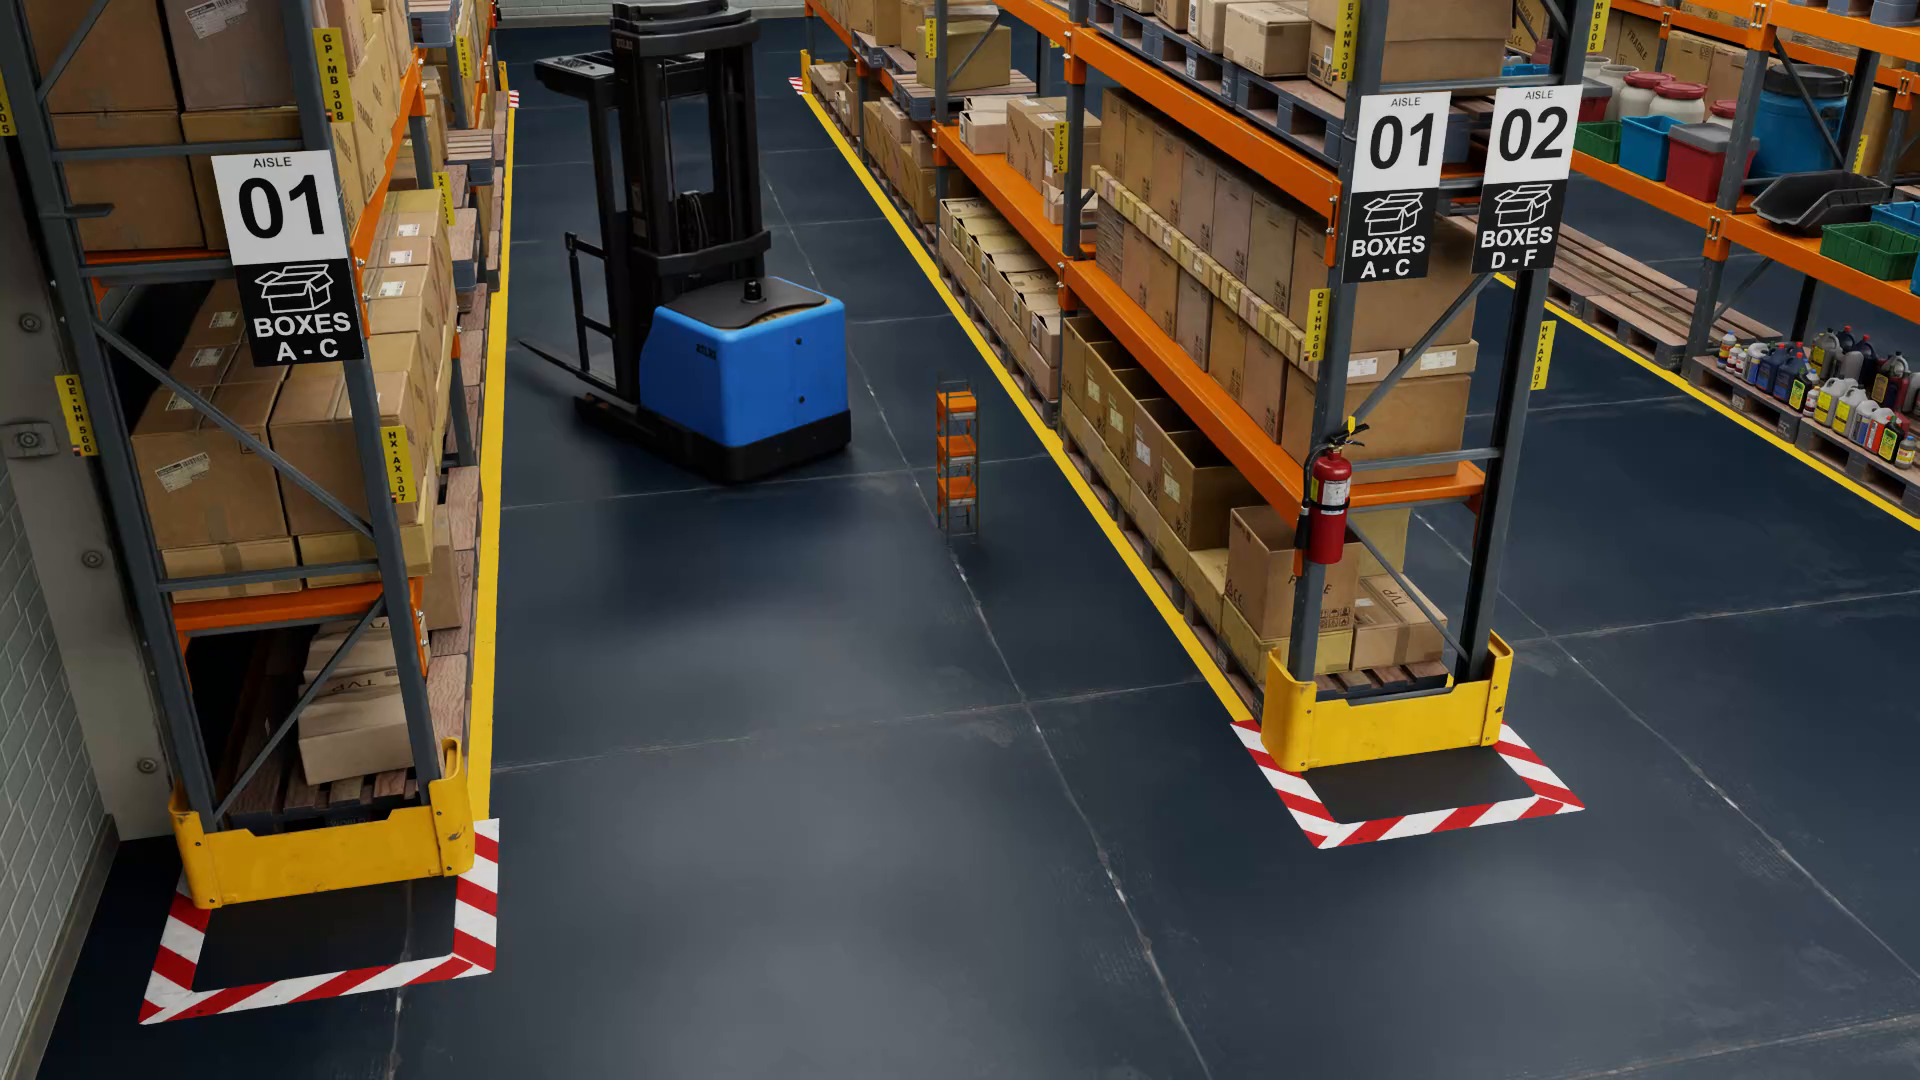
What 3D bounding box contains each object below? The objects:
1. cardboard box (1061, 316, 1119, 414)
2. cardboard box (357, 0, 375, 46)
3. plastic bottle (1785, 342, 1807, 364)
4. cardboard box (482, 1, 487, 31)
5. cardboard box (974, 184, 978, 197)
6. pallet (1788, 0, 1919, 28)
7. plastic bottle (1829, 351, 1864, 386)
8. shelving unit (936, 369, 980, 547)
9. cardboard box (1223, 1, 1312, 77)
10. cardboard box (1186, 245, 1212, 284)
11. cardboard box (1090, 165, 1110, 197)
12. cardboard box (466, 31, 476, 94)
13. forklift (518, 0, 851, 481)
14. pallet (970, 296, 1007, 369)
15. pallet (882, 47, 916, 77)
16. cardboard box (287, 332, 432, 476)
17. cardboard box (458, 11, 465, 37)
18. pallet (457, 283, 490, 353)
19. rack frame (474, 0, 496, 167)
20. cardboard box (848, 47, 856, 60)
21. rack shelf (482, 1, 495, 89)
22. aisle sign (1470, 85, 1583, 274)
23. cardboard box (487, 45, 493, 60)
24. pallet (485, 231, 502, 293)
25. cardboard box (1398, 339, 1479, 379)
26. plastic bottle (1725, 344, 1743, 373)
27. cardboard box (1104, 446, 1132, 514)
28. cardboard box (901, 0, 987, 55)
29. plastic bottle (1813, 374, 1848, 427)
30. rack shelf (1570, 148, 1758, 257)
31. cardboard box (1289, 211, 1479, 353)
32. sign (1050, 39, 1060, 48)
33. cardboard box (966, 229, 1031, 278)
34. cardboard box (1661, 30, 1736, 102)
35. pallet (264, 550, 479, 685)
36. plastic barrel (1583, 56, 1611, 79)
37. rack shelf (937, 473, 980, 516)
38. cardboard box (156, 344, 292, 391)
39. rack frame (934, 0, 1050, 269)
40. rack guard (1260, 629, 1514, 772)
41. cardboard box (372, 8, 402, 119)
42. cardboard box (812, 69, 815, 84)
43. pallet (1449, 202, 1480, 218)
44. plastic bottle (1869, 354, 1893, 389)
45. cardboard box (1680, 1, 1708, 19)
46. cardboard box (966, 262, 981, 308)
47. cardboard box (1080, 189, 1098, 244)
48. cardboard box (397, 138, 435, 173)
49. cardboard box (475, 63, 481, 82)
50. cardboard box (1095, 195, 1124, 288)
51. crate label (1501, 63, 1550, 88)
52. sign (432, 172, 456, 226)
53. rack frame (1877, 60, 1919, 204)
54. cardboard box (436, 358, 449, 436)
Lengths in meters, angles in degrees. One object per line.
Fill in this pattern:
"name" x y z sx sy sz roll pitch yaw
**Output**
"cardboard box" 0.983 -1.174 10.999 0.500 0.500 0.500 -6 27 -12
"cardboard box" -2.781 -2.336 6.976 0.500 0.500 0.500 -5 27 -10
"plastic bottle" 5.928 -1.248 11.844 0.144 0.351 0.185 -6 27 -12
"cardboard box" -5.884 -6.135 18.742 0.980 0.700 0.700 -7 28 -14
"cardboard box" 0.334 -3.409 15.961 0.500 0.500 0.500 -7 28 -13
"pallet" 6.268 -3.563 10.862 1.213 0.211 1.003 -6 27 -12
"plastic bottle" 6.341 -1.232 11.897 0.152 0.276 0.135 -6 27 -12
"shelving unit" -0.012 -0.492 10.060 0.215 1.050 0.252 -6 27 -12
"cardboard box" 1.568 -2.359 7.811 0.500 0.250 0.500 -6 27 -12
"cardboard box" 1.461 -1.522 9.105 0.380 0.149 0.250 -6 27 -12
"cardboard box" 1.055 -2.311 10.668 0.380 0.149 0.250 -6 27 -12
"cardboard box" -4.624 -4.240 14.858 0.500 0.500 0.500 -6 27 -12
"forklift" -2.127 -2.263 11.482 1.130 2.935 3.031 -23 35 -38
"pallet" 0.701 -1.725 13.434 1.003 0.211 1.213 -6 27 -12
"pallet" -0.161 -4.638 16.323 1.003 0.211 1.213 -6 27 -12
"cardboard box" -2.657 -0.588 7.399 0.500 0.500 0.500 -6 27 -11
"cardboard box" -4.517 -4.348 14.240 0.500 0.250 0.500 -6 27 -12
"pallet" -4.369 -1.777 13.537 1.003 0.211 1.213 -6 27 -12
"rack frame" -5.445 -5.122 17.068 1.000 3.000 0.127 -6 27 -12
"cardboard box" -1.159 -6.249 21.588 0.500 0.500 0.500 -6 27 -12
"rack shelf" -5.896 -5.678 18.970 1.077 0.370 4.000 -6 27 -12
"aisle sign" 2.398 -1.521 7.049 0.394 0.787 0.004 -6 27 -12
"cardboard box" -5.885 -5.904 20.206 0.380 0.149 0.250 -6 27 -12
"pallet" -4.648 -2.474 14.918 1.003 0.211 1.213 -6 27 -12
"cardboard box" 2.206 -0.887 7.847 0.380 0.149 0.250 -6 27 -12
"plastic bottle" 5.678 -1.334 12.181 0.097 0.201 0.097 0 27 0
"cardboard box" 1.208 -0.400 10.299 0.500 0.250 0.500 -6 27 -12
"cardboard box" -0.161 -5.089 16.426 0.700 0.500 0.500 -13 30 -25
"plastic bottle" 5.926 -0.963 11.281 0.144 0.351 0.185 -6 27 -12
"rack shelf" 5.559 -3.172 14.005 1.077 0.370 4.000 -6 27 -12
"cardboard box" 1.980 -1.211 7.770 0.700 0.500 0.500 -6 27 -11
"sign" 0.822 -4.445 14.442 0.100 0.325 0.005 -6 27 -12
"cardboard box" 0.353 -2.367 13.574 0.500 0.311 0.500 -7 28 -13
"cardboard box" 9.196 -5.591 19.889 1.225 0.875 0.875 -6 27 -11
"pallet" -3.178 0.463 9.098 1.003 0.211 1.213 -6 27 -12
"plastic barrel" 5.548 -3.992 14.705 0.421 0.512 0.421 0 27 0
"rack shelf" -0.012 -0.235 10.190 0.215 0.259 0.240 -6 27 -12
"cardboard box" -3.158 -0.538 7.298 0.500 0.500 0.500 -6 27 -11
"rack frame" 0.282 -3.870 14.589 1.000 3.000 0.127 -6 27 -12
"rack guard" 2.090 0.768 8.173 1.175 0.500 0.348 -6 27 -12
"cardboard box" -3.024 -2.343 8.101 0.500 0.500 0.500 -7 28 -14
"cardboard box" -1.705 -5.985 21.435 0.380 0.166 0.250 -6 27 -12
"pallet" 4.890 -3.469 16.888 1.003 0.211 1.213 -6 27 -12
"plastic bottle" 6.557 -1.194 11.814 0.061 0.283 0.133 -4 27 -8
"cardboard box" 8.893 -6.448 19.585 0.500 0.500 0.500 -6 27 -11
"cardboard box" 0.351 -2.122 13.711 0.500 0.250 0.500 -7 28 -13
"cardboard box" 1.030 -2.259 11.563 0.500 0.250 0.500 -4 27 -8
"cardboard box" -3.843 -2.324 10.925 0.700 0.500 0.500 -3 27 -6
"cardboard box" -4.882 -4.562 16.216 0.380 0.149 0.250 -6 27 -12
"cardboard box" 1.289 -1.965 10.703 0.700 0.500 0.500 -7 28 -13
"crate label" 5.069 -3.924 14.656 0.502 0.435 0.616 -6 27 -12
"sign" -3.115 -2.054 10.031 0.100 0.325 0.005 -6 27 -12
"rack frame" 9.934 -4.875 16.579 1.000 3.000 0.127 -6 27 -12
"cardboard box" -2.893 -0.715 8.482 0.500 0.250 0.500 -6 27 -11
